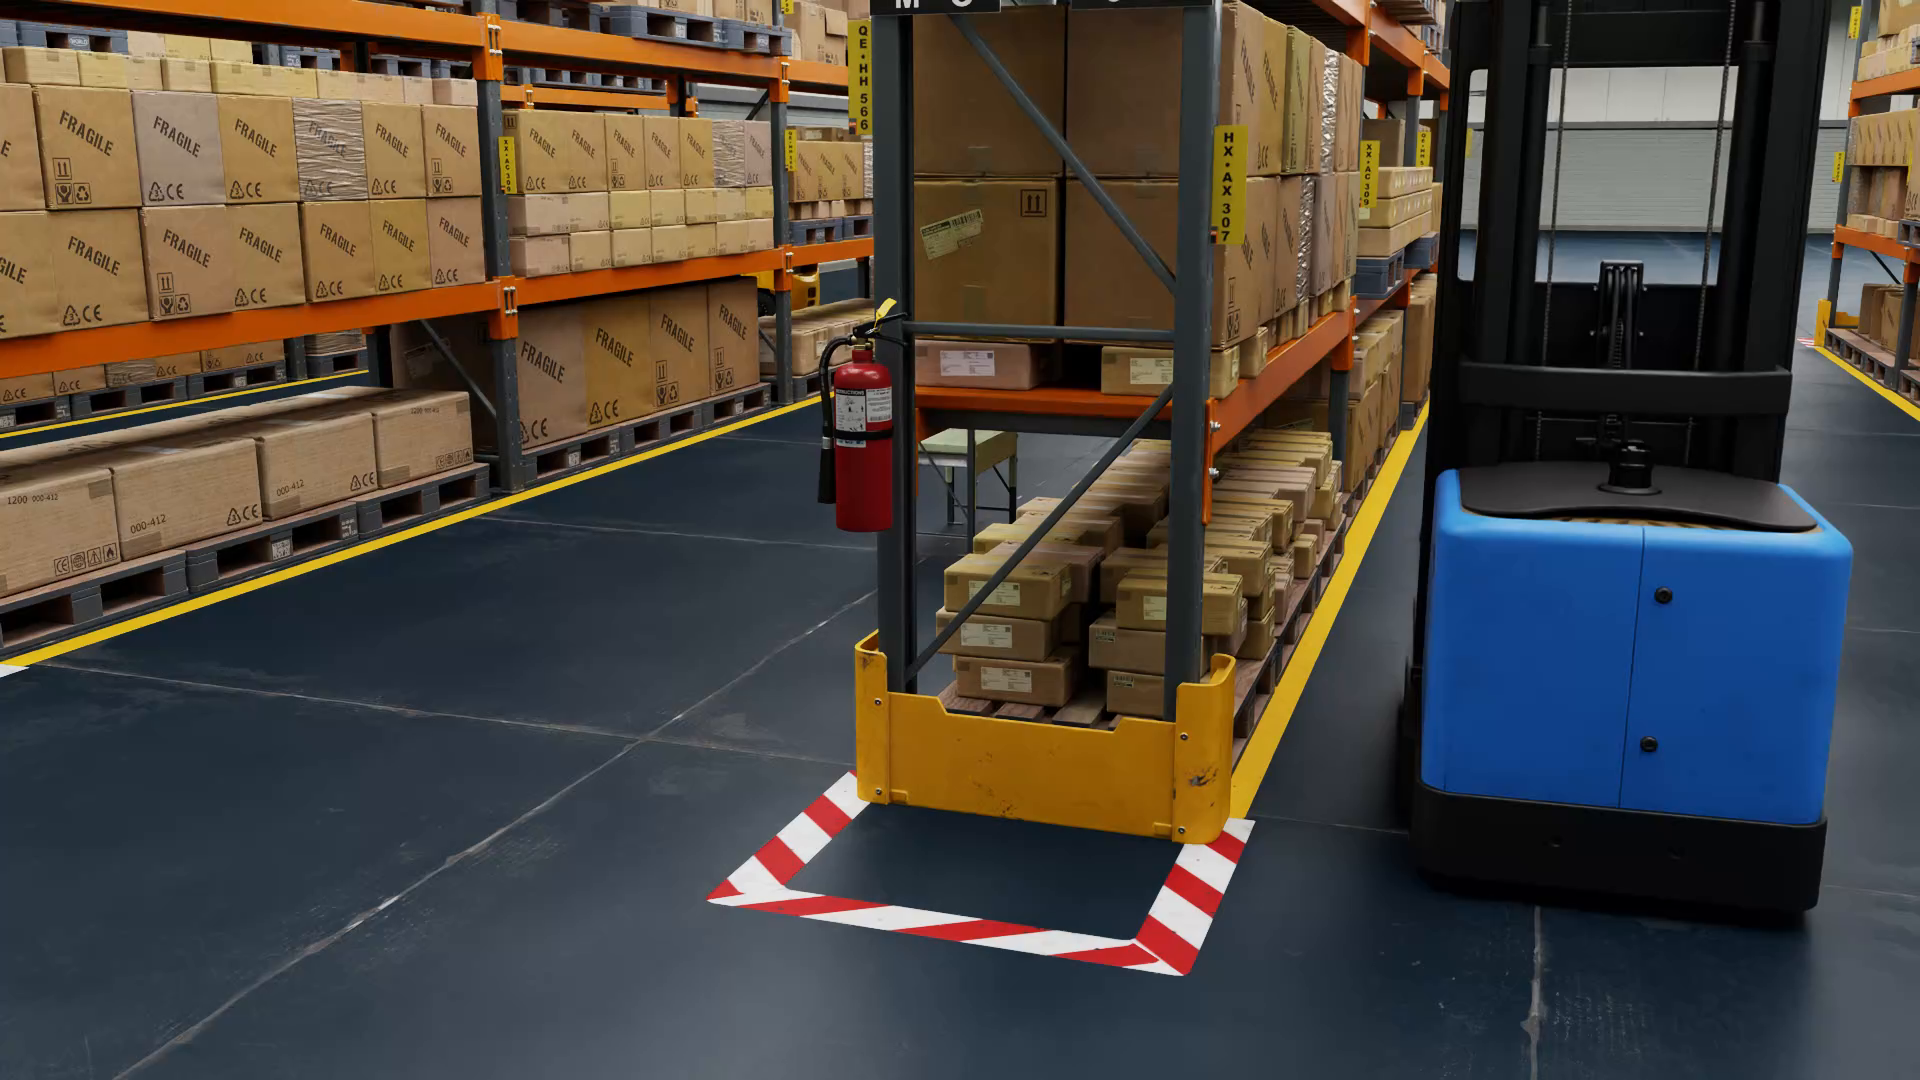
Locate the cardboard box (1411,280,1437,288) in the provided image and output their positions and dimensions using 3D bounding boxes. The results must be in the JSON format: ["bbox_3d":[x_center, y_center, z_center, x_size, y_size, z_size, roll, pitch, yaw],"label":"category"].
[{"bbox_3d":[3.685,-1.901,14.689,1.050,0.750,0.750,4,14,18],"label":"cardboard box"}]

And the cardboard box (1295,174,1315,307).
[{"bbox_3d":[1.120,-1.200,6.610,0.500,0.500,0.500,4,13,17],"label":"cardboard box"}]

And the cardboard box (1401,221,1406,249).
[{"bbox_3d":[2.342,-1.745,9.513,0.380,0.149,0.250,4,14,19],"label":"cardboard box"}]

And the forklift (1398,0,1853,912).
[{"bbox_3d":[2.156,-0.730,5.598,1.130,2.935,3.031,3,13,15],"label":"forklift"}]

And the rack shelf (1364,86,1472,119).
[{"bbox_3d":[4.764,-4.666,17.567,1.077,0.370,4.000,4,14,18],"label":"rack shelf"}]

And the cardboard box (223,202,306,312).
[{"bbox_3d":[-3.590,-1.392,8.121,0.500,0.500,0.500,5,14,20],"label":"cardboard box"}]

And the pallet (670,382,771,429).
[{"bbox_3d":[-2.220,-1.106,13.361,1.003,0.211,1.213,4,14,18],"label":"pallet"}]

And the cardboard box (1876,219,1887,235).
[{"bbox_3d":[9.068,-3.014,16.016,0.380,0.149,0.250,4,14,18],"label":"cardboard box"}]

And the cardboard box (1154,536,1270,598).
[{"bbox_3d":[0.903,0.092,5.970,0.380,0.149,0.250,4,14,18],"label":"cardboard box"}]

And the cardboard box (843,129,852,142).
[{"bbox_3d":[-1.086,-4.110,16.958,0.380,0.149,0.250,4,14,18],"label":"cardboard box"}]

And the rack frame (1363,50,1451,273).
[{"bbox_3d":[4.117,-3.133,15.976,1.000,3.000,0.127,4,14,18],"label":"rack frame"}]

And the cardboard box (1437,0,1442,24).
[{"bbox_3d":[3.758,-4.421,13.907,0.500,0.311,0.500,4,13,16],"label":"cardboard box"}]

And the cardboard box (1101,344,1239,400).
[{"bbox_3d":[0.649,-0.529,5.129,0.380,0.149,0.250,4,14,18],"label":"cardboard box"}]

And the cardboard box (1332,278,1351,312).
[{"bbox_3d":[1.677,-1.187,8.014,0.380,0.149,0.250,4,13,17],"label":"cardboard box"}]

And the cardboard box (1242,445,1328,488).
[{"bbox_3d":[1.541,-0.351,7.910,0.380,0.149,0.250,4,14,18],"label":"cardboard box"}]

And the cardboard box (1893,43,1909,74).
[{"bbox_3d":[9.017,-4.476,15.454,0.500,0.250,0.500,4,14,18],"label":"cardboard box"}]

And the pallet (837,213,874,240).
[{"bbox_3d":[-1.292,-2.953,15.614,1.003,0.211,1.213,4,14,18],"label":"pallet"}]

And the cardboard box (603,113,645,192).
[{"bbox_3d":[-2.471,-2.607,11.197,0.500,0.500,0.500,4,13,17],"label":"cardboard box"}]

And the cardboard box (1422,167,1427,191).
[{"bbox_3d":[2.847,-2.363,10.884,0.380,0.149,0.250,5,14,20],"label":"cardboard box"}]

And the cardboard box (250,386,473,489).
[{"bbox_3d":[-3.493,-0.615,9.757,0.875,0.438,0.875,4,13,18],"label":"cardboard box"}]

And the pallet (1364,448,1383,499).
[{"bbox_3d":[2.172,-0.511,10.754,1.003,0.211,1.213,4,14,18],"label":"pallet"}]

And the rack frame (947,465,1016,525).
[{"bbox_3d":[0.121,-0.810,9.165,0.400,1.500,0.023,4,14,18],"label":"rack frame"}]

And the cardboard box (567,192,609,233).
[{"bbox_3d":[-2.637,-2.139,10.832,0.500,0.250,0.500,5,14,19],"label":"cardboard box"}]

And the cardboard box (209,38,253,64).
[{"bbox_3d":[-6.528,-4.247,14.449,0.500,0.250,0.500,4,13,17],"label":"cardboard box"}]

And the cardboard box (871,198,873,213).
[{"bbox_3d":[-1.031,-3.161,15.716,0.380,0.149,0.250,4,13,16],"label":"cardboard box"}]

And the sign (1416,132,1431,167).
[{"bbox_3d":[3.339,-2.780,12.003,0.100,0.325,0.005,4,14,18],"label":"sign"}]

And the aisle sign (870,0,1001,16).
[{"bbox_3d":[-0.073,-1.880,4.644,0.394,0.787,0.004,4,14,18],"label":"aisle sign"}]

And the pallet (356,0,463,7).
[{"bbox_3d":[-3.463,-3.032,8.989,1.003,0.211,1.213,4,14,18],"label":"pallet"}]

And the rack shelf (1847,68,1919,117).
[{"bbox_3d":[9.424,-4.288,15.909,1.077,0.370,4.000,4,14,18],"label":"rack shelf"}]

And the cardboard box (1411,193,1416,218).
[{"bbox_3d":[2.595,-2.056,10.206,0.380,0.149,0.250,4,13,17],"label":"cardboard box"}]

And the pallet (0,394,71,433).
[{"bbox_3d":[-7.658,-0.955,12.699,1.003,0.211,1.213,4,14,18],"label":"pallet"}]

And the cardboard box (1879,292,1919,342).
[{"bbox_3d":[9.472,-2.194,16.535,0.500,0.500,0.500,6,14,24],"label":"cardboard box"}]

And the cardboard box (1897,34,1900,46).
[{"bbox_3d":[9.274,-4.812,16.031,0.380,0.149,0.250,4,14,18],"label":"cardboard box"}]

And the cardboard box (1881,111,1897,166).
[{"bbox_3d":[8.986,-3.761,15.587,0.500,0.500,0.500,4,14,18],"label":"cardboard box"}]

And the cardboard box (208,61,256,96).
[{"bbox_3d":[-3.564,-2.173,7.837,0.380,0.149,0.250,4,13,17],"label":"cardboard box"}]

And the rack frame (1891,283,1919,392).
[{"bbox_3d":[8.777,-2.755,14.318,1.000,3.000,0.127,4,14,18],"label":"rack frame"}]

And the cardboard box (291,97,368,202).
[{"bbox_3d":[-3.407,-1.987,8.481,0.500,0.500,0.500,5,14,19],"label":"cardboard box"}]

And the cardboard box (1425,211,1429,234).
[{"bbox_3d":[3.016,-2.184,11.438,0.380,0.149,0.250,4,14,18],"label":"cardboard box"}]

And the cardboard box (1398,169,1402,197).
[{"bbox_3d":[2.176,-1.930,8.988,0.380,0.149,0.250,5,14,20],"label":"cardboard box"}]

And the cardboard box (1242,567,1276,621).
[{"bbox_3d":[0.970,0.184,6.236,0.380,0.149,0.250,5,14,20],"label":"cardboard box"}]

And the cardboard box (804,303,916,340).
[{"bbox_3d":[-0.996,-2.130,16.541,0.950,0.372,0.625,5,14,22],"label":"cardboard box"}]

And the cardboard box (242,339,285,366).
[{"bbox_3d":[-6.525,-1.865,15.090,0.500,0.500,0.500,5,14,20],"label":"cardboard box"}]

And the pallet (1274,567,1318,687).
[{"bbox_3d":[0.952,0.312,7.146,1.003,0.211,1.213,4,14,18],"label":"pallet"}]

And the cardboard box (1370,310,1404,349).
[{"bbox_3d":[2.849,-1.480,11.720,0.500,0.250,0.500,4,13,17],"label":"cardboard box"}]

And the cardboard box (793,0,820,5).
[{"bbox_3d":[-1.320,-5.106,16.149,0.500,0.250,0.500,4,13,17],"label":"cardboard box"}]

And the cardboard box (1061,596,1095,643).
[{"bbox_3d":[0.271,0.250,5.944,0.380,0.149,0.250,4,13,17],"label":"cardboard box"}]

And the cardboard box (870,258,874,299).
[{"bbox_3d":[-0.662,-2.842,18.250,0.500,0.500,0.500,4,14,18],"label":"cardboard box"}]

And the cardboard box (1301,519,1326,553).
[{"bbox_3d":[1.536,-0.048,7.919,0.380,0.149,0.250,4,13,17],"label":"cardboard box"}]

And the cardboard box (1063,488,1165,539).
[{"bbox_3d":[0.633,-0.112,6.863,0.380,0.149,0.250,4,13,17],"label":"cardboard box"}]

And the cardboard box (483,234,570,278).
[{"bbox_3d":[-2.796,-1.785,10.403,0.500,0.250,0.500,4,13,17],"label":"cardboard box"}]

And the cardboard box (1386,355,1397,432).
[{"bbox_3d":[2.686,-1.011,11.350,0.500,0.500,0.500,5,14,21],"label":"cardboard box"}]

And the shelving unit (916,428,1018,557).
[{"bbox_3d":[0.002,-0.733,8.827,0.431,1.500,0.755,4,14,18],"label":"shelving unit"}]

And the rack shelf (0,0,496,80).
[{"bbox_3d":[-3.835,-2.475,7.965,1.077,0.370,4.000,4,14,18],"label":"rack shelf"}]

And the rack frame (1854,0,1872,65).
[{"bbox_3d":[10.072,-6.522,17.340,1.000,3.000,0.127,4,14,18],"label":"rack frame"}]

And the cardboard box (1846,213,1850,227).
[{"bbox_3d":[9.754,-3.432,17.848,0.380,0.149,0.250,4,14,18],"label":"cardboard box"}]

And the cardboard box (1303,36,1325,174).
[{"bbox_3d":[1.139,-1.686,6.492,0.500,0.500,0.500,4,13,17],"label":"cardboard box"}]
